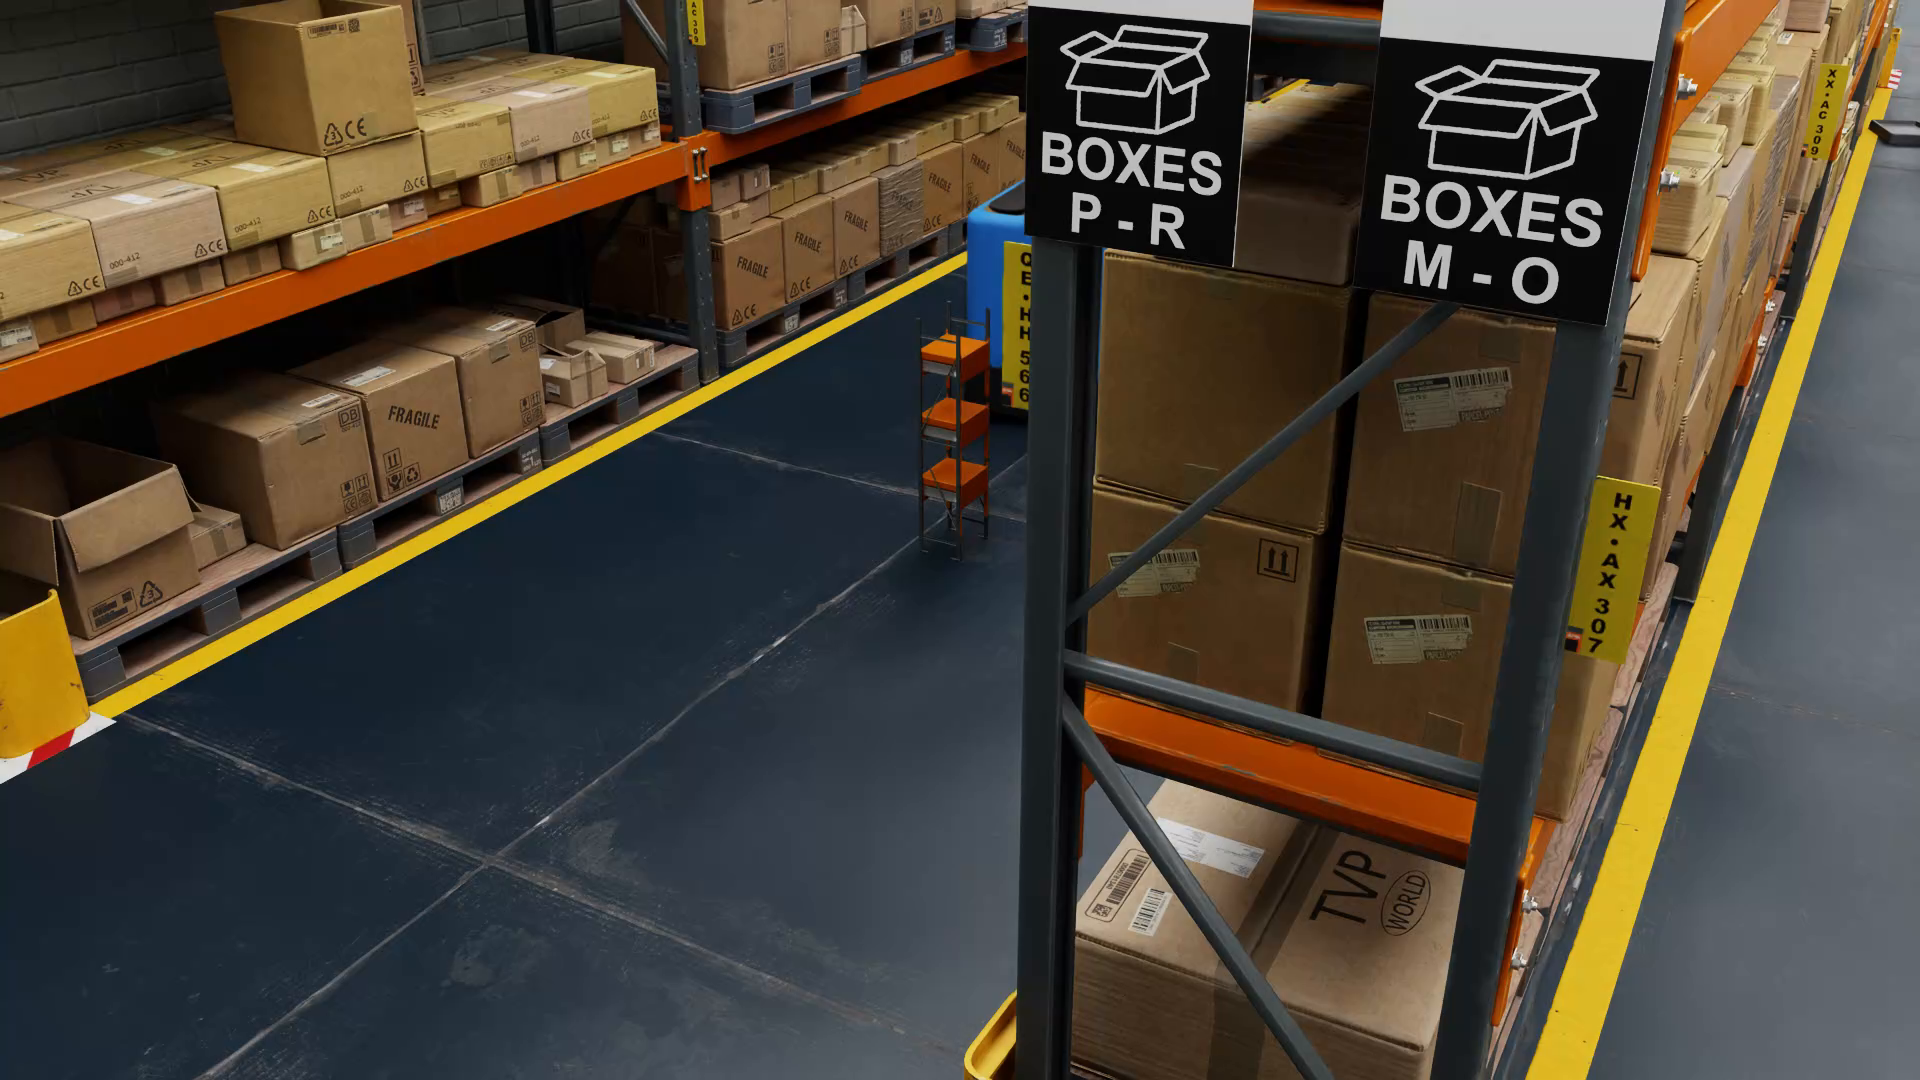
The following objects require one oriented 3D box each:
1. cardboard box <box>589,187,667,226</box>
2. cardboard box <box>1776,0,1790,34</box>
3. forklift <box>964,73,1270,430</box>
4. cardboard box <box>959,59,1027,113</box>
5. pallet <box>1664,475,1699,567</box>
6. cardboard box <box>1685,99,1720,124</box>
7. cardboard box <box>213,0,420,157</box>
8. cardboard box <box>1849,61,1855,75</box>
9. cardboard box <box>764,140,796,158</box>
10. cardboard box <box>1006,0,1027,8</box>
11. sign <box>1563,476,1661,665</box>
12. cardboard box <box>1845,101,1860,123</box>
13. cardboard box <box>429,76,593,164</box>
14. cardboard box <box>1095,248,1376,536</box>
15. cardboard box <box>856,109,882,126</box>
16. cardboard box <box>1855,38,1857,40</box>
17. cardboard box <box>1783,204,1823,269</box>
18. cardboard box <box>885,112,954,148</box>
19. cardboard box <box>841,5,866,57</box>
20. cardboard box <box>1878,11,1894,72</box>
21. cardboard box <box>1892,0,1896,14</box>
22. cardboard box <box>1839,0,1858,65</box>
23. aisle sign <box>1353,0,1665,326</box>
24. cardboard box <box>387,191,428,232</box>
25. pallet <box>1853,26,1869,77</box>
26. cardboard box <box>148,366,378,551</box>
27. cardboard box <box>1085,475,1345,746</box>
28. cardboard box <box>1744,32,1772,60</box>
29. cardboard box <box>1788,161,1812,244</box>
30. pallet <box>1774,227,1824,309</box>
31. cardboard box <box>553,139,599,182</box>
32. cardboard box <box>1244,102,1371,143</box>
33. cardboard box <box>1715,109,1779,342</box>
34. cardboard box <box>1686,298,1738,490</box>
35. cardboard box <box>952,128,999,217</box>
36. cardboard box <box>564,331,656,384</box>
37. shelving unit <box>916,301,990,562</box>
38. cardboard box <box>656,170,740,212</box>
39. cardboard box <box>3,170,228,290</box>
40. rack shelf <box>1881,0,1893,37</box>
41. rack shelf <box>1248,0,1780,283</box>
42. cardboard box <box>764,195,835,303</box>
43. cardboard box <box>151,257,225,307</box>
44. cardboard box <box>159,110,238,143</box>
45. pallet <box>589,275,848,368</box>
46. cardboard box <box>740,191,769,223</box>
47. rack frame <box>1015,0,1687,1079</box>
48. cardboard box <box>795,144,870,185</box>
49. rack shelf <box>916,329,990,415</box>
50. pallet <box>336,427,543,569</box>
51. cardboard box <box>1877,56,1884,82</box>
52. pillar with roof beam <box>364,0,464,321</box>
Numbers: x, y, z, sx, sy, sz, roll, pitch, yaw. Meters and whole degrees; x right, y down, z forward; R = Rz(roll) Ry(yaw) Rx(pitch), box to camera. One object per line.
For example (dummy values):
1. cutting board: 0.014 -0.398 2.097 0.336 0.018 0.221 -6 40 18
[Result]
1. cardboard box: -1.834 -1.867 9.227 0.380 0.149 0.250 13 29 24
2. cardboard box: 2.460 -1.721 5.384 0.380 0.149 0.250 15 30 27
3. forklift: 1.085 -2.447 8.863 1.130 2.935 3.031 11 29 21
4. cardboard box: 0.522 -3.225 12.525 0.875 0.625 0.625 15 30 28
5. pallet: 2.873 -0.279 7.571 1.003 0.211 1.213 14 30 26
6. cardboard box: 1.499 -0.923 3.790 0.380 0.149 0.250 15 30 27
7. cardboard box: -2.537 -1.844 6.581 0.500 0.500 0.500 15 30 27
8. cardboard box: 4.504 -2.446 8.953 0.500 0.250 0.500 13 29 24
9. cardboard box: -1.235 -2.381 10.254 0.380 0.149 0.250 15 30 27
10. cardboard box: 0.214 -3.594 10.890 0.380 0.149 0.250 15 30 27
11. sign: 1.072 0.053 2.738 0.100 0.325 0.005 14 30 26
12. cardboard box: 6.239 -3.134 12.626 0.950 0.372 0.625 15 30 27
13. cardboard box: -2.036 -1.915 7.560 0.500 0.250 0.500 14 30 26
14. cardboard box: 0.621 -0.382 3.433 0.500 0.500 0.500 15 30 28
15. cardboard box: -0.746 -2.787 11.064 0.380 0.149 0.250 13 29 24
16. cardboard box: 4.261 -2.478 8.459 0.500 0.250 0.500 13 30 25
17. cardboard box: 4.814 -1.998 10.357 0.950 0.372 0.625 12 29 23
18. cardboard box: -0.264 -2.672 10.835 0.380 0.149 0.250 15 30 28
19. cardboard box: -0.747 -2.885 9.342 0.396 0.266 0.258 16 31 29
20. cardboard box: 7.530 -4.203 14.060 0.500 0.500 0.500 16 31 29
21. cardboard box: 7.515 -4.422 13.773 0.380 0.149 0.250 16 31 29
22. cardboard box: 3.750 -2.410 7.486 0.500 0.500 0.500 14 30 25
23. aisle sign: 0.808 -0.720 2.433 0.394 0.787 0.004 14 30 26
24. cardboard box: -2.476 -1.410 6.997 0.380 0.149 0.250 14 30 26
25. pallet: 4.785 -2.983 10.072 1.213 0.211 1.003 14 30 26
26. cardboard box: -2.894 -0.353 6.928 0.700 0.500 0.500 16 31 28
27. cardboard box: 0.598 0.060 3.668 0.500 0.500 0.500 14 30 26
28. cardboard box: 2.001 -1.316 4.574 0.380 0.149 0.250 14 30 25
29. cardboard box: 3.259 -1.457 6.976 0.500 0.250 0.500 13 30 25
30. pallet: 4.913 -1.824 10.659 1.003 0.211 1.213 14 30 26
31. cardboard box: -1.917 -1.795 7.765 0.380 0.149 0.250 15 30 27
32. cardboard box: 0.751 -0.839 3.621 0.380 0.149 0.250 14 30 26
33. cardboard box: 1.815 -0.865 4.399 0.500 0.500 0.500 14 30 26
34. cardboard box: 1.800 -0.414 4.615 0.500 0.500 0.500 15 30 28
35. cardboard box: -0.073 -2.524 11.264 0.500 0.500 0.500 14 30 25
36. cardboard box: -1.783 -0.931 8.475 0.380 0.149 0.250 13 29 25
37. shelving unit: -0.026 -0.449 6.973 0.215 1.050 0.252 14 30 26
38. cardboard box: -1.409 -1.888 8.936 0.380 0.149 0.250 14 30 25
39. cardboard box: -3.026 -1.121 5.974 0.500 0.250 0.500 15 30 27
40. rack shelf: 7.479 -4.784 14.259 1.077 0.370 4.000 14 30 26
41. rack shelf: 1.575 -1.449 4.245 1.077 0.370 4.000 14 30 26
42. cardboard box: -1.077 -1.719 9.655 0.500 0.500 0.500 14 30 25
43. cardboard box: -2.970 -1.001 6.179 0.380 0.149 0.250 15 30 28
44. cardboard box: -2.977 -1.641 7.013 0.500 0.250 0.500 14 30 26
45. pallet: -1.397 -1.378 9.768 1.003 0.211 1.213 14 30 26
46. cardboard box: -1.287 -1.866 9.226 0.380 0.149 0.250 13 30 25
47. rack frame: 0.588 0.350 3.200 0.949 2.616 0.053 14 30 26
48. cardboard box: -0.768 -2.264 10.020 0.380 0.149 0.250 15 30 28
49. rack shelf: -0.026 -0.693 6.851 0.215 0.259 0.240 14 30 26
50. pallet: -2.702 -0.308 7.630 1.003 0.211 1.213 14 30 26
51. cardboard box: 8.037 -4.269 15.029 0.500 0.250 0.500 14 30 26
52. pillar with roof beam: 0.857 -3.962 5.111 9.100 9.000 0.400 14 30 26
